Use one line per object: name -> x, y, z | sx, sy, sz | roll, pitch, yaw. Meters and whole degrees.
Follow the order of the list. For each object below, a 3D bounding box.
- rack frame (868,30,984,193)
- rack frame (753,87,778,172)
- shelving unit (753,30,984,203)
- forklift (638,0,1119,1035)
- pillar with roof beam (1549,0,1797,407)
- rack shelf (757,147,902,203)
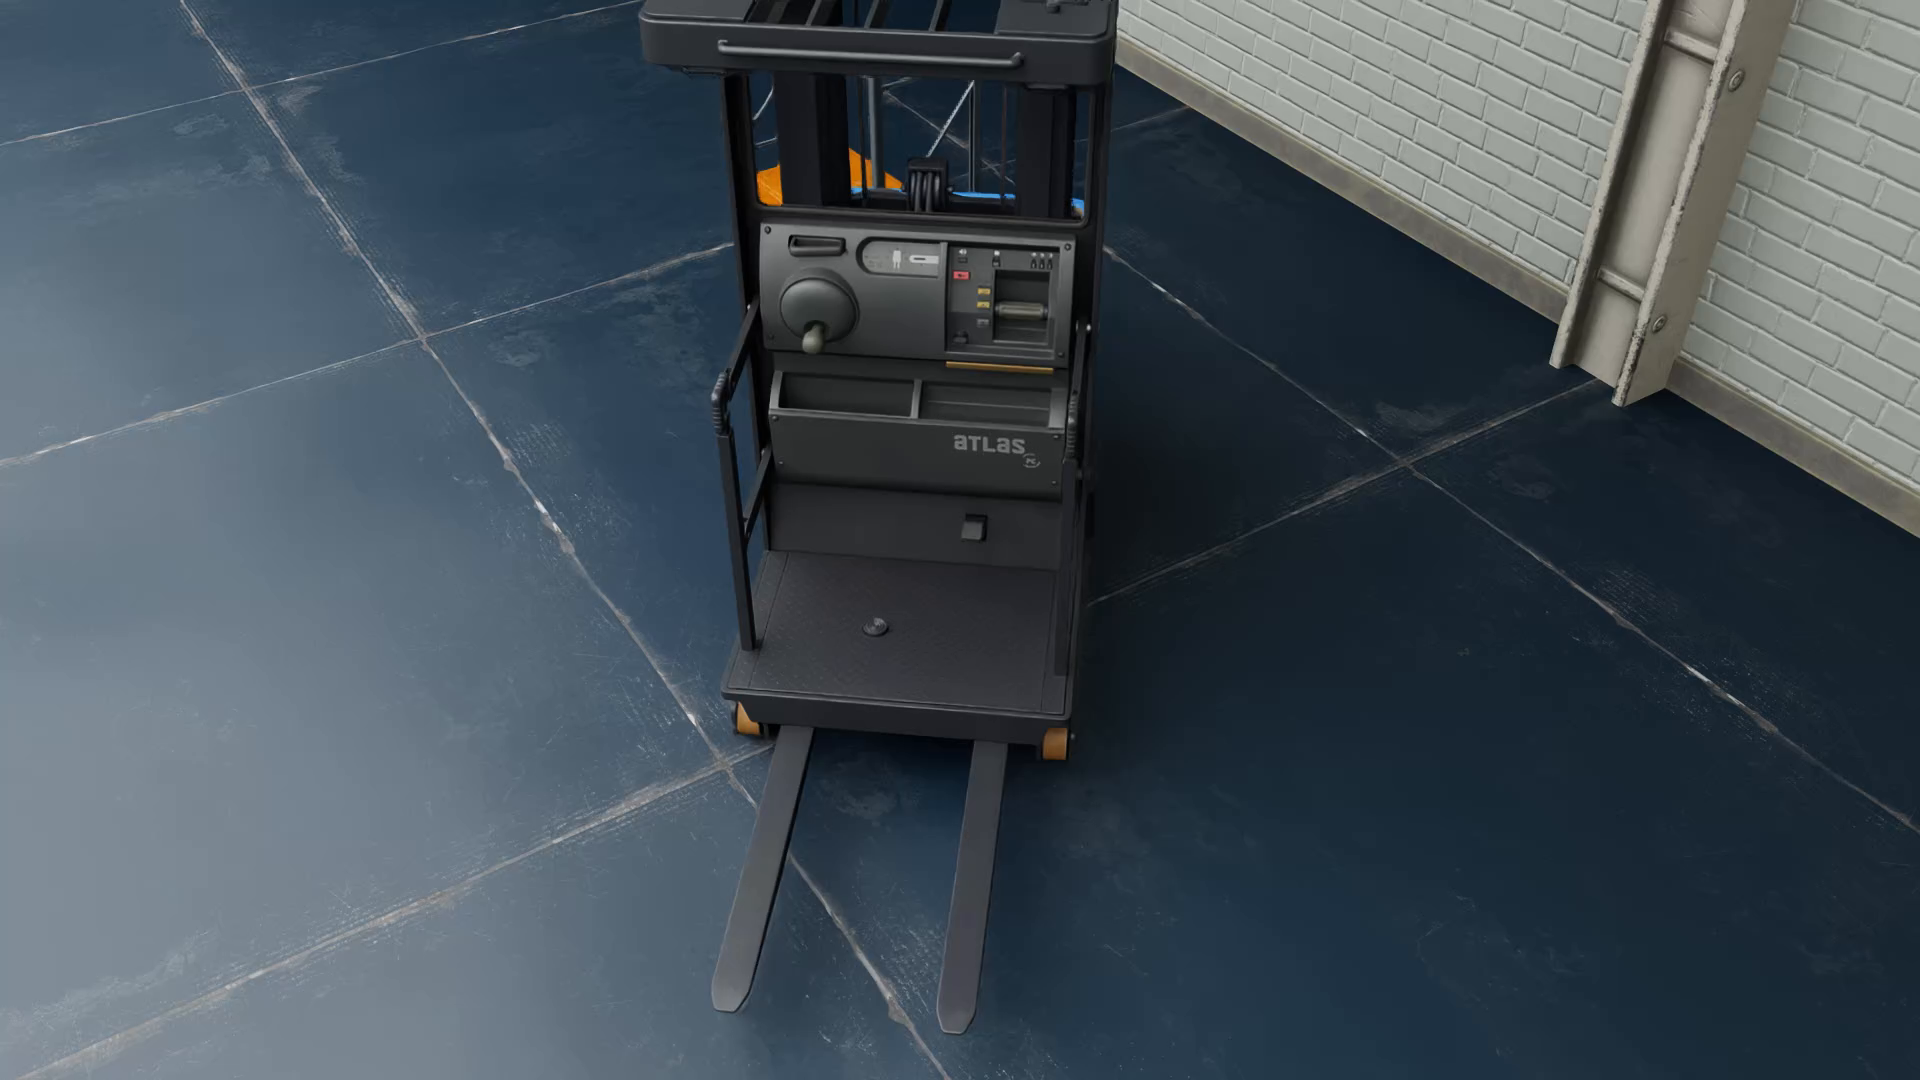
rack frame -> -0.121, -1.221, 6.544 | 0.500, 1.500, 0.032 | -25, 46, -27
rack frame -> -0.726, -1.744, 7.172 | 0.500, 1.500, 0.032 | -25, 46, -27
shelving unit -> -0.418, -1.478, 6.852 | 0.587, 1.500, 1.083 | -25, 46, -27
forklift -> -0.151, -0.648, 4.738 | 1.130, 2.935, 3.031 | 4, 40, 5
pillar with roof beam -> -0.859, -2.685, 2.443 | 9.100, 9.000, 0.400 | -22, 45, -24
rack shelf -> -0.423, -1.344, 6.973 | 0.538, 0.185, 1.000 | -25, 46, -27
